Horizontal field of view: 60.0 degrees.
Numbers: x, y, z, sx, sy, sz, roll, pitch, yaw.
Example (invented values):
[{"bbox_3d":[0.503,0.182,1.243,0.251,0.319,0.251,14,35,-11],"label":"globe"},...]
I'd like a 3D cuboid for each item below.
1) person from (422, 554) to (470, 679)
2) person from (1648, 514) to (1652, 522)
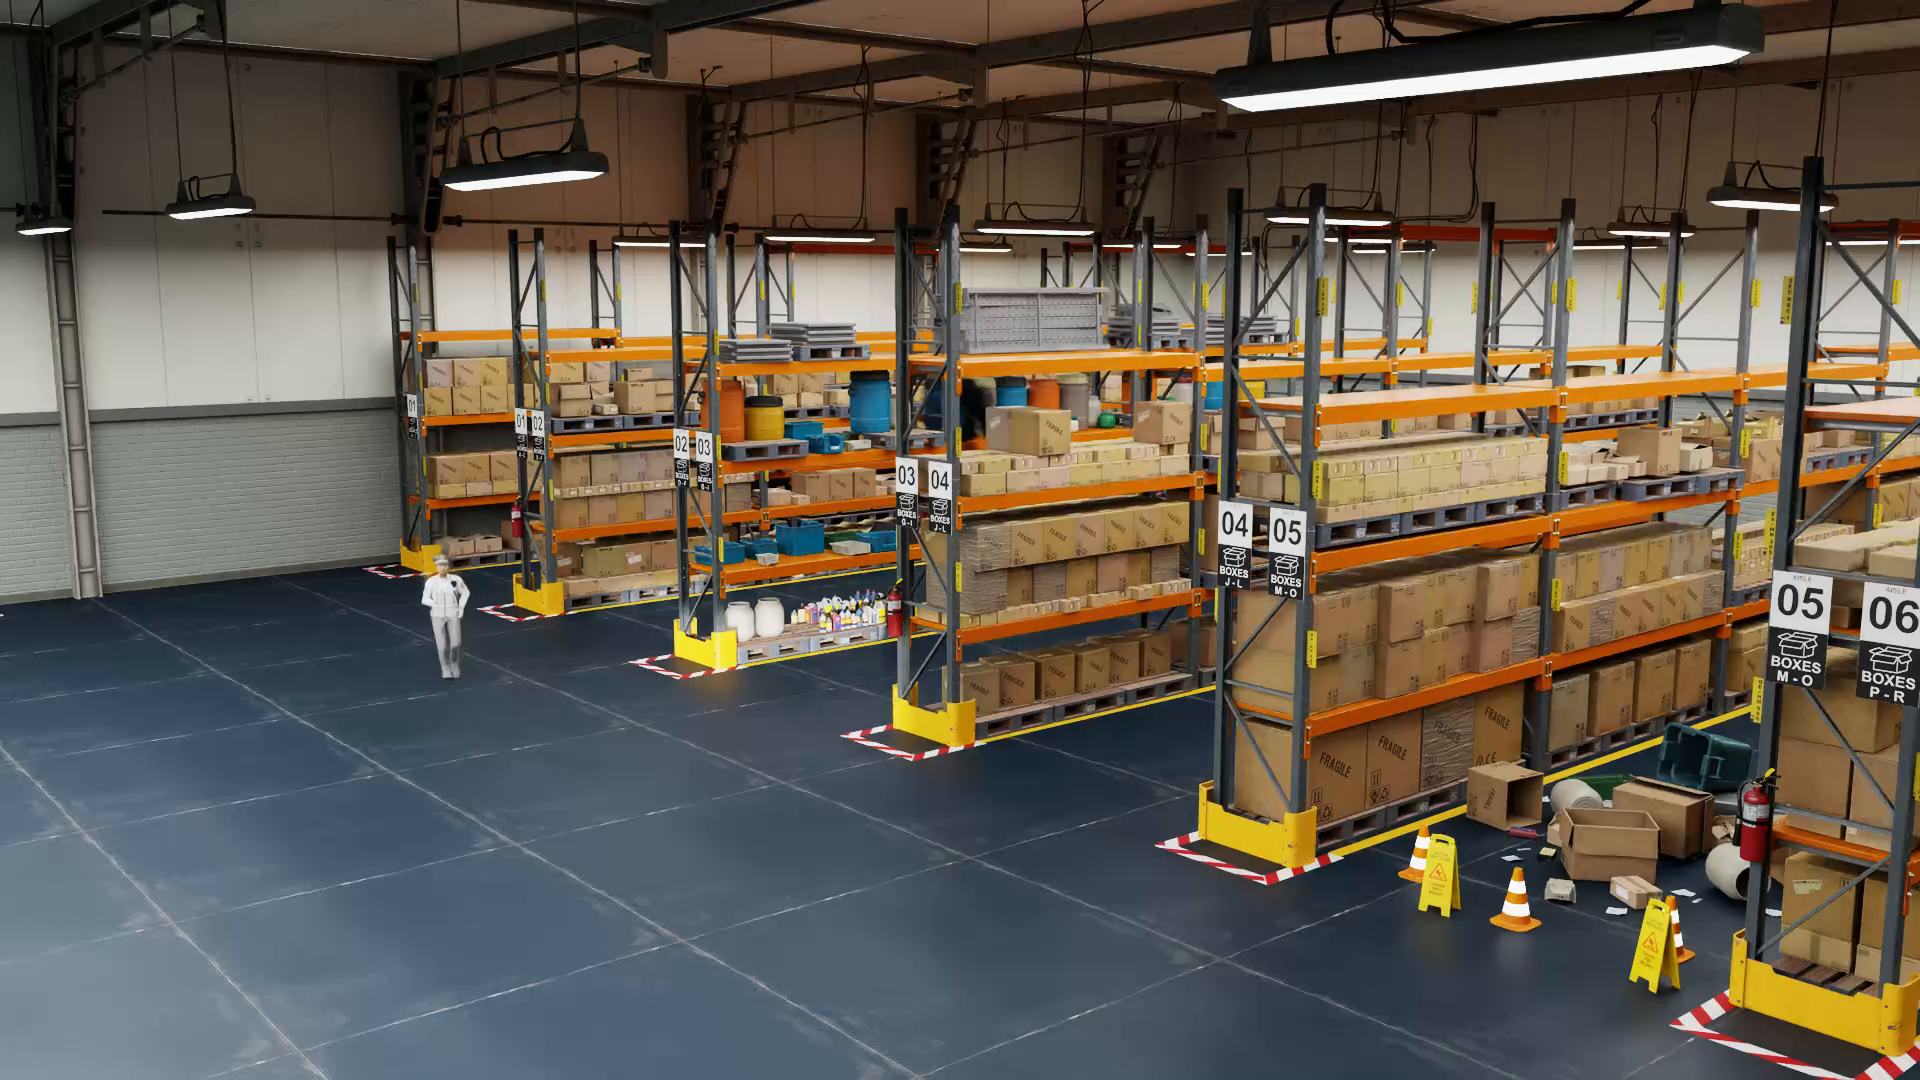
[{"bbox_3d":[-6.694,1.014,21.691,0.599,1.666,0.573,-3,9,-17],"label":"person"},{"bbox_3d":[10.777,0.359,25.939,0.659,1.674,0.623,8,12,41],"label":"person"}]
